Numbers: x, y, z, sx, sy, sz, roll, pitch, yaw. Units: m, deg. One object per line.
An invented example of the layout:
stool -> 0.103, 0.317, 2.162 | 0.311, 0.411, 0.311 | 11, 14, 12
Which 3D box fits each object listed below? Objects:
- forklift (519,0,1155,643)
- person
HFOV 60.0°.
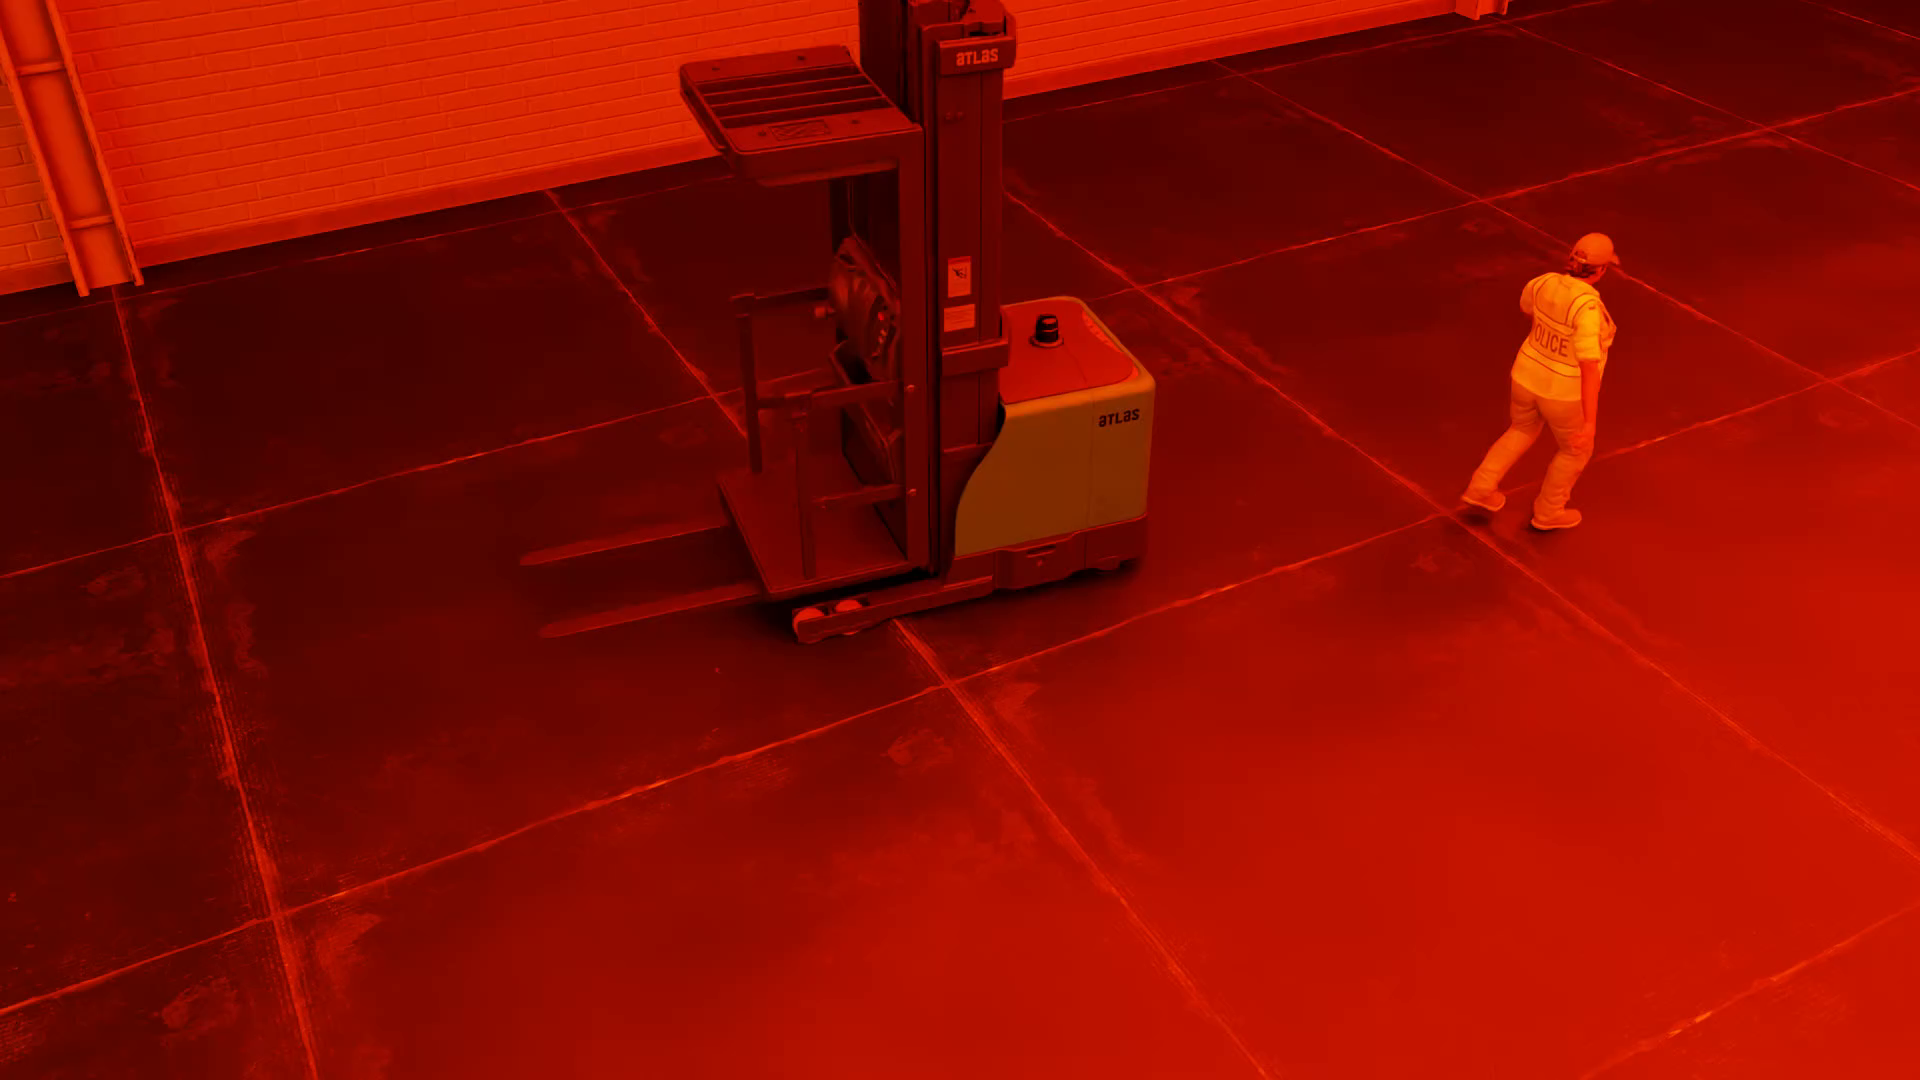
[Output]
forklift -> -0.625, -1.047, 7.604 | 3.031, 2.935, 1.130 | -12, 37, -16
person -> 2.983, -0.760, 8.323 | 0.655, 1.646, 0.792 | -17, 39, -23
